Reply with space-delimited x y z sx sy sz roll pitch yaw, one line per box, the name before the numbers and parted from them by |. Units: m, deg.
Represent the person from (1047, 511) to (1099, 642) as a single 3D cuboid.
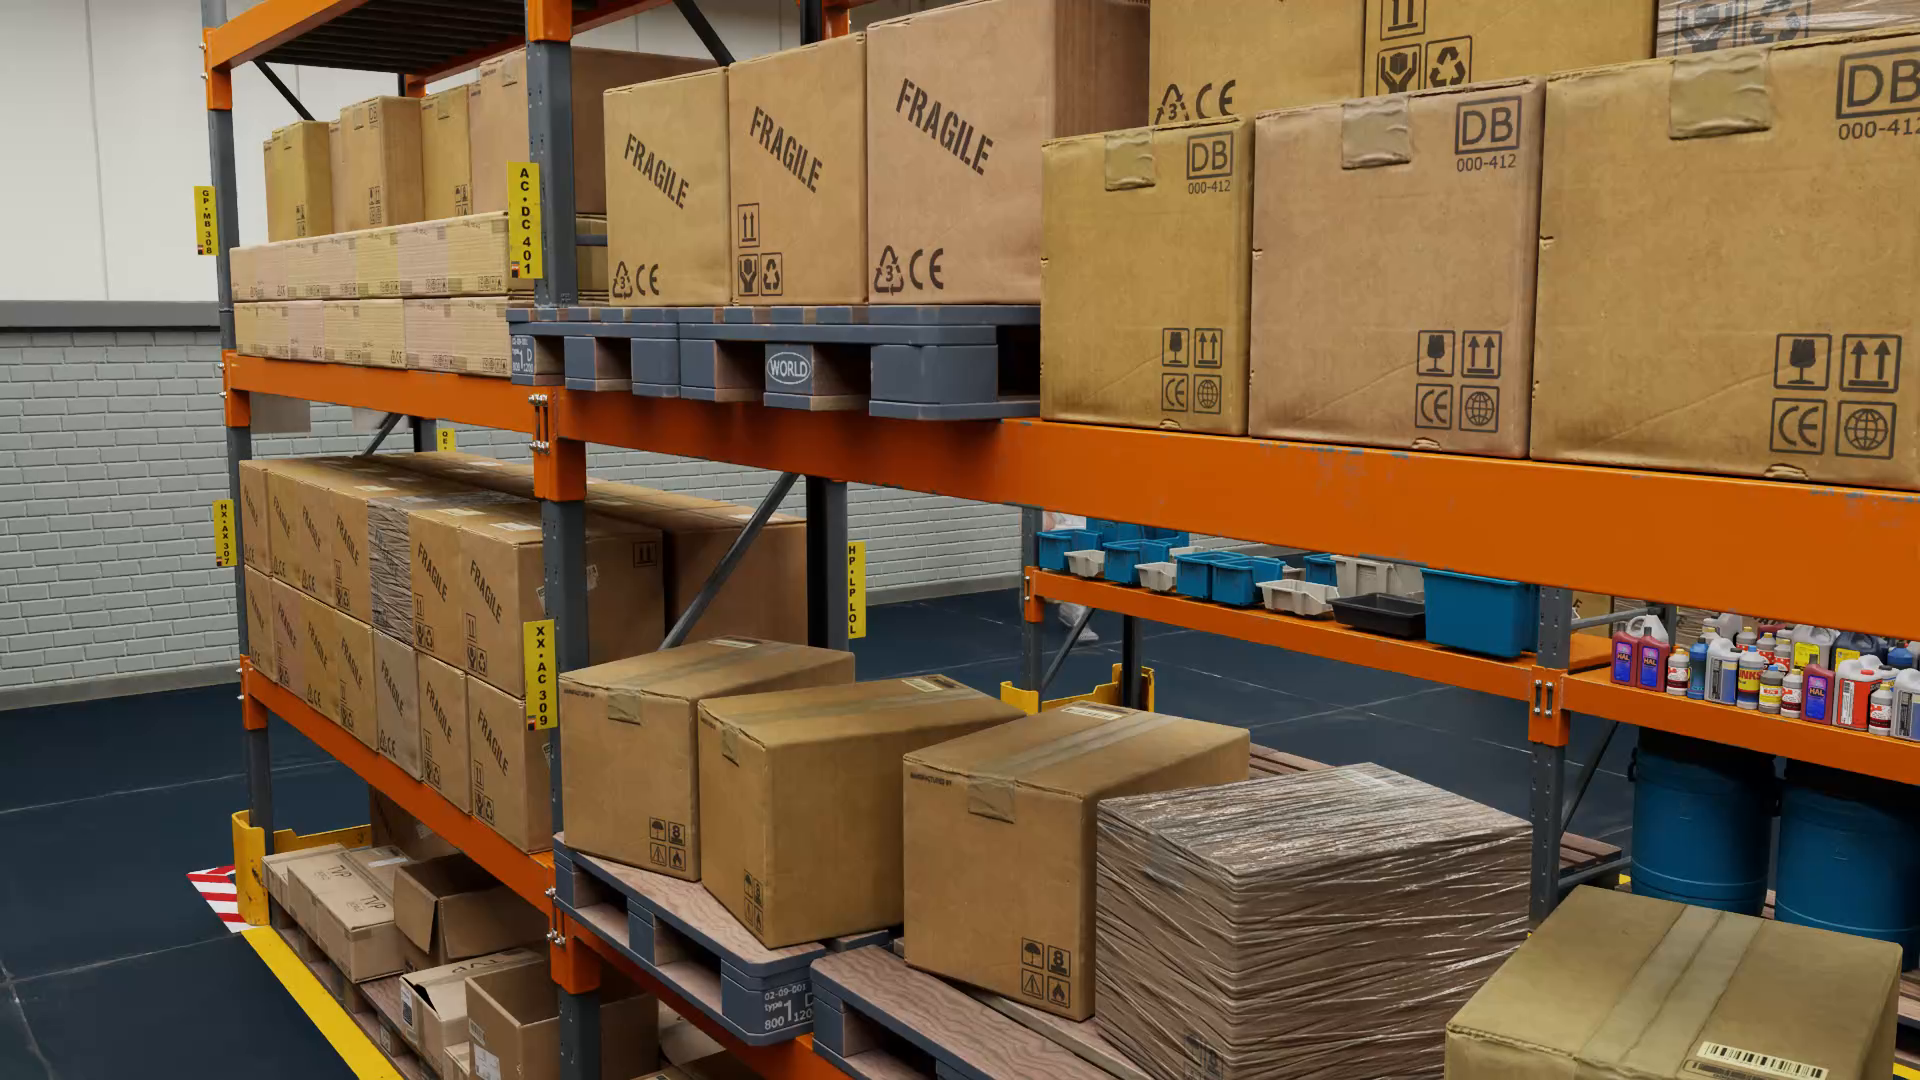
person | 1.136 0.023 15.431 0.547 1.701 1.051 -3 8 -22
